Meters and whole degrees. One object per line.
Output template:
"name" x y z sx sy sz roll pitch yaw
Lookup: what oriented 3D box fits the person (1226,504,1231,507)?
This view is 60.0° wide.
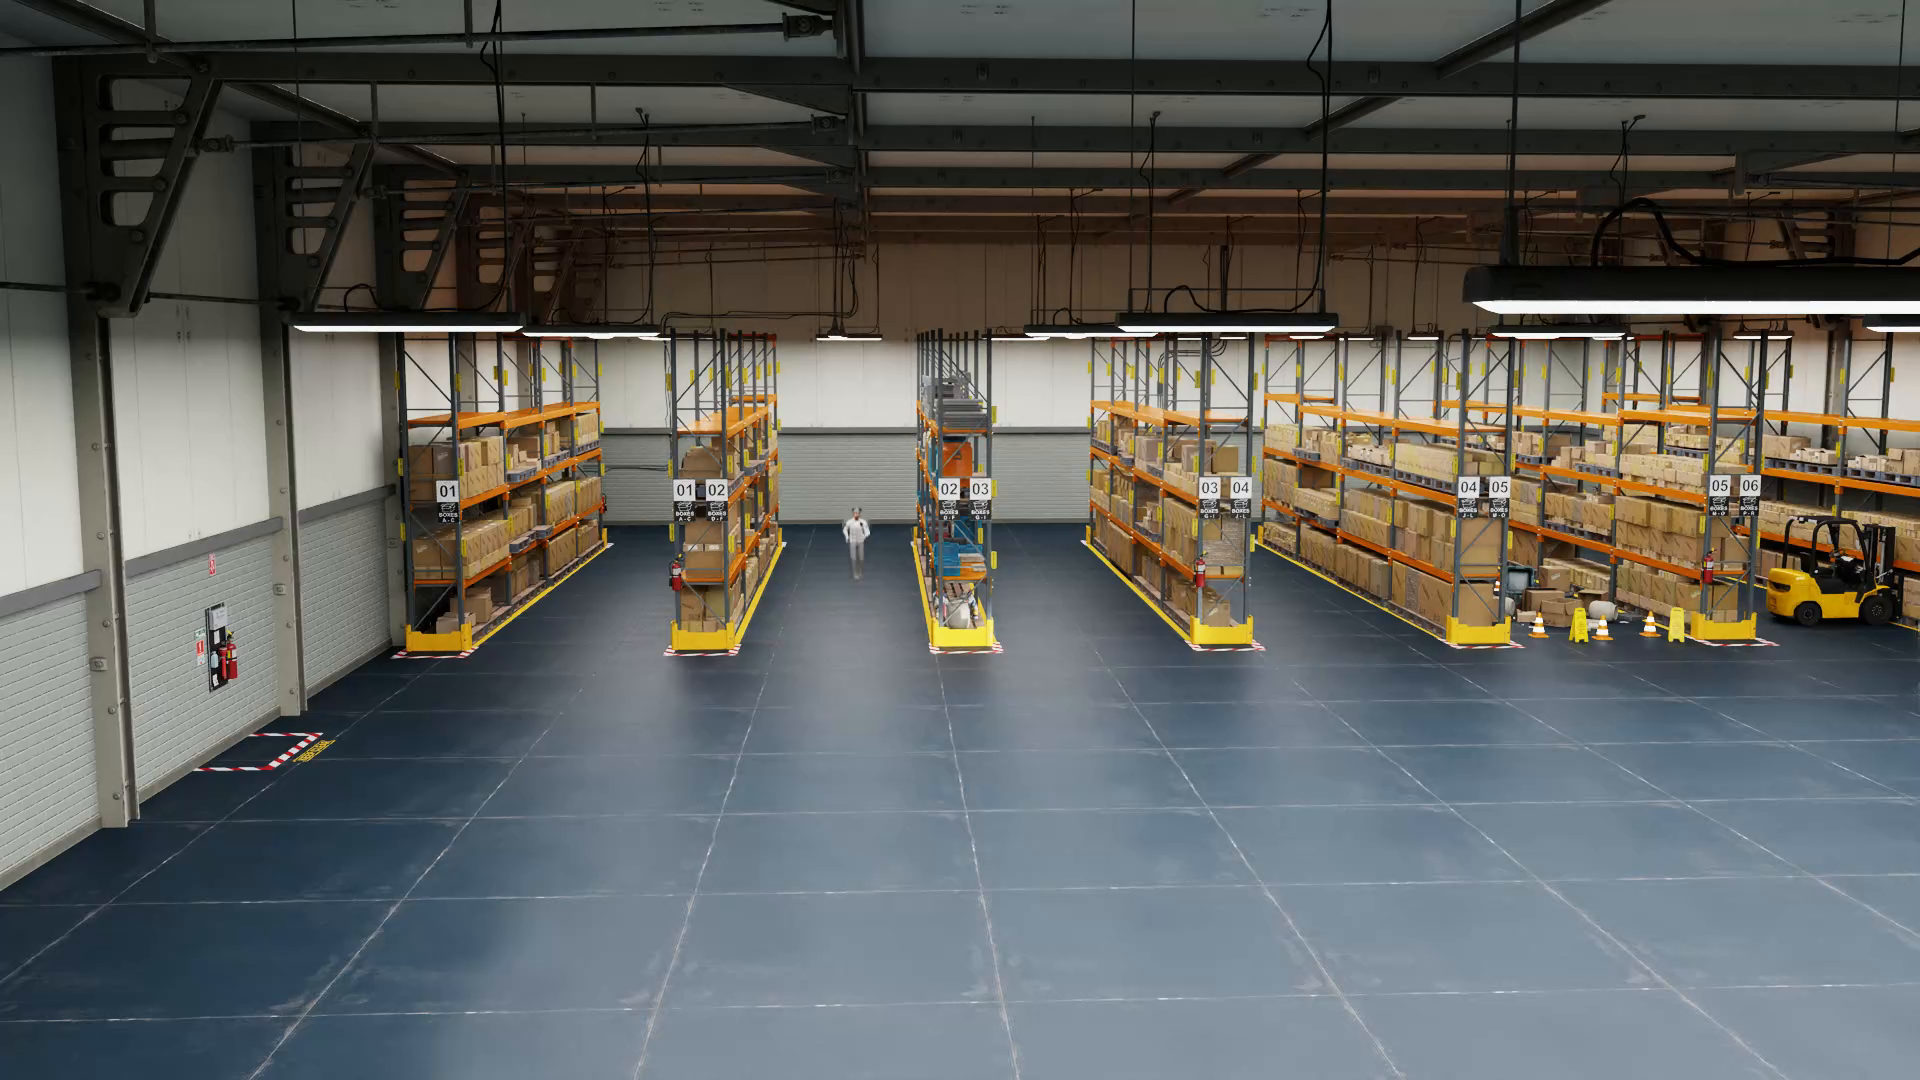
"person" 7.431 -0.544 46.567 0.648 1.605 0.733 1 7 11

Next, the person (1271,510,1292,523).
"person" 9.499 -0.873 48.996 1.065 1.707 0.545 -1 7 -9

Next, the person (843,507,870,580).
"person" -2.402 0.064 38.552 0.622 1.665 0.633 -1 7 -5
